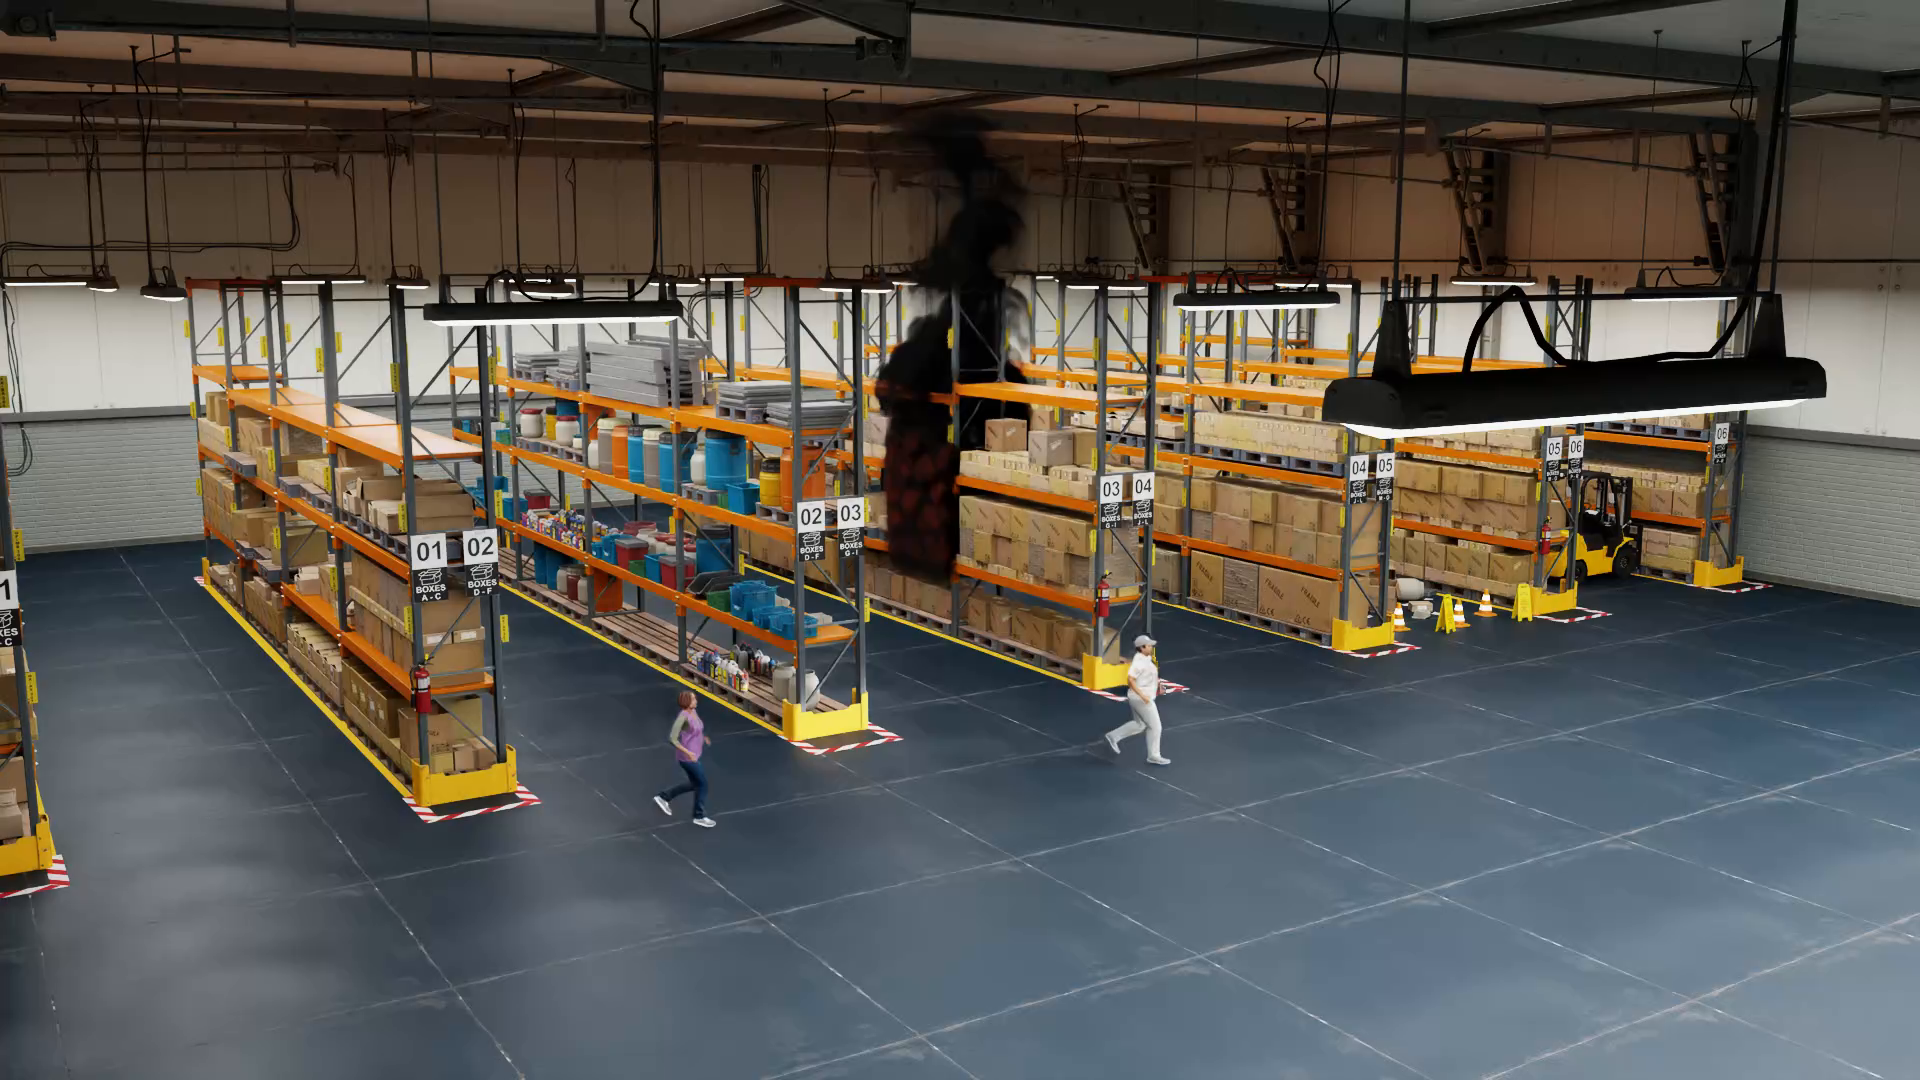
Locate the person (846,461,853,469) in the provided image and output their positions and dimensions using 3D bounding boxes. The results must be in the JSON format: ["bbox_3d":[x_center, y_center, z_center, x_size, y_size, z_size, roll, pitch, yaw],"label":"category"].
[{"bbox_3d":[-2.606,-1.000,38.673,0.692,1.777,0.954,-6,11,-33],"label":"person"}]

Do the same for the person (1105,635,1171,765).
[{"bbox_3d":[2.278,2.018,21.077,0.811,1.655,0.631,1,10,5],"label":"person"}]

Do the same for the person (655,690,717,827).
[{"bbox_3d":[-3.107,2.457,18.731,0.697,1.590,0.529,0,10,2],"label":"person"}]
